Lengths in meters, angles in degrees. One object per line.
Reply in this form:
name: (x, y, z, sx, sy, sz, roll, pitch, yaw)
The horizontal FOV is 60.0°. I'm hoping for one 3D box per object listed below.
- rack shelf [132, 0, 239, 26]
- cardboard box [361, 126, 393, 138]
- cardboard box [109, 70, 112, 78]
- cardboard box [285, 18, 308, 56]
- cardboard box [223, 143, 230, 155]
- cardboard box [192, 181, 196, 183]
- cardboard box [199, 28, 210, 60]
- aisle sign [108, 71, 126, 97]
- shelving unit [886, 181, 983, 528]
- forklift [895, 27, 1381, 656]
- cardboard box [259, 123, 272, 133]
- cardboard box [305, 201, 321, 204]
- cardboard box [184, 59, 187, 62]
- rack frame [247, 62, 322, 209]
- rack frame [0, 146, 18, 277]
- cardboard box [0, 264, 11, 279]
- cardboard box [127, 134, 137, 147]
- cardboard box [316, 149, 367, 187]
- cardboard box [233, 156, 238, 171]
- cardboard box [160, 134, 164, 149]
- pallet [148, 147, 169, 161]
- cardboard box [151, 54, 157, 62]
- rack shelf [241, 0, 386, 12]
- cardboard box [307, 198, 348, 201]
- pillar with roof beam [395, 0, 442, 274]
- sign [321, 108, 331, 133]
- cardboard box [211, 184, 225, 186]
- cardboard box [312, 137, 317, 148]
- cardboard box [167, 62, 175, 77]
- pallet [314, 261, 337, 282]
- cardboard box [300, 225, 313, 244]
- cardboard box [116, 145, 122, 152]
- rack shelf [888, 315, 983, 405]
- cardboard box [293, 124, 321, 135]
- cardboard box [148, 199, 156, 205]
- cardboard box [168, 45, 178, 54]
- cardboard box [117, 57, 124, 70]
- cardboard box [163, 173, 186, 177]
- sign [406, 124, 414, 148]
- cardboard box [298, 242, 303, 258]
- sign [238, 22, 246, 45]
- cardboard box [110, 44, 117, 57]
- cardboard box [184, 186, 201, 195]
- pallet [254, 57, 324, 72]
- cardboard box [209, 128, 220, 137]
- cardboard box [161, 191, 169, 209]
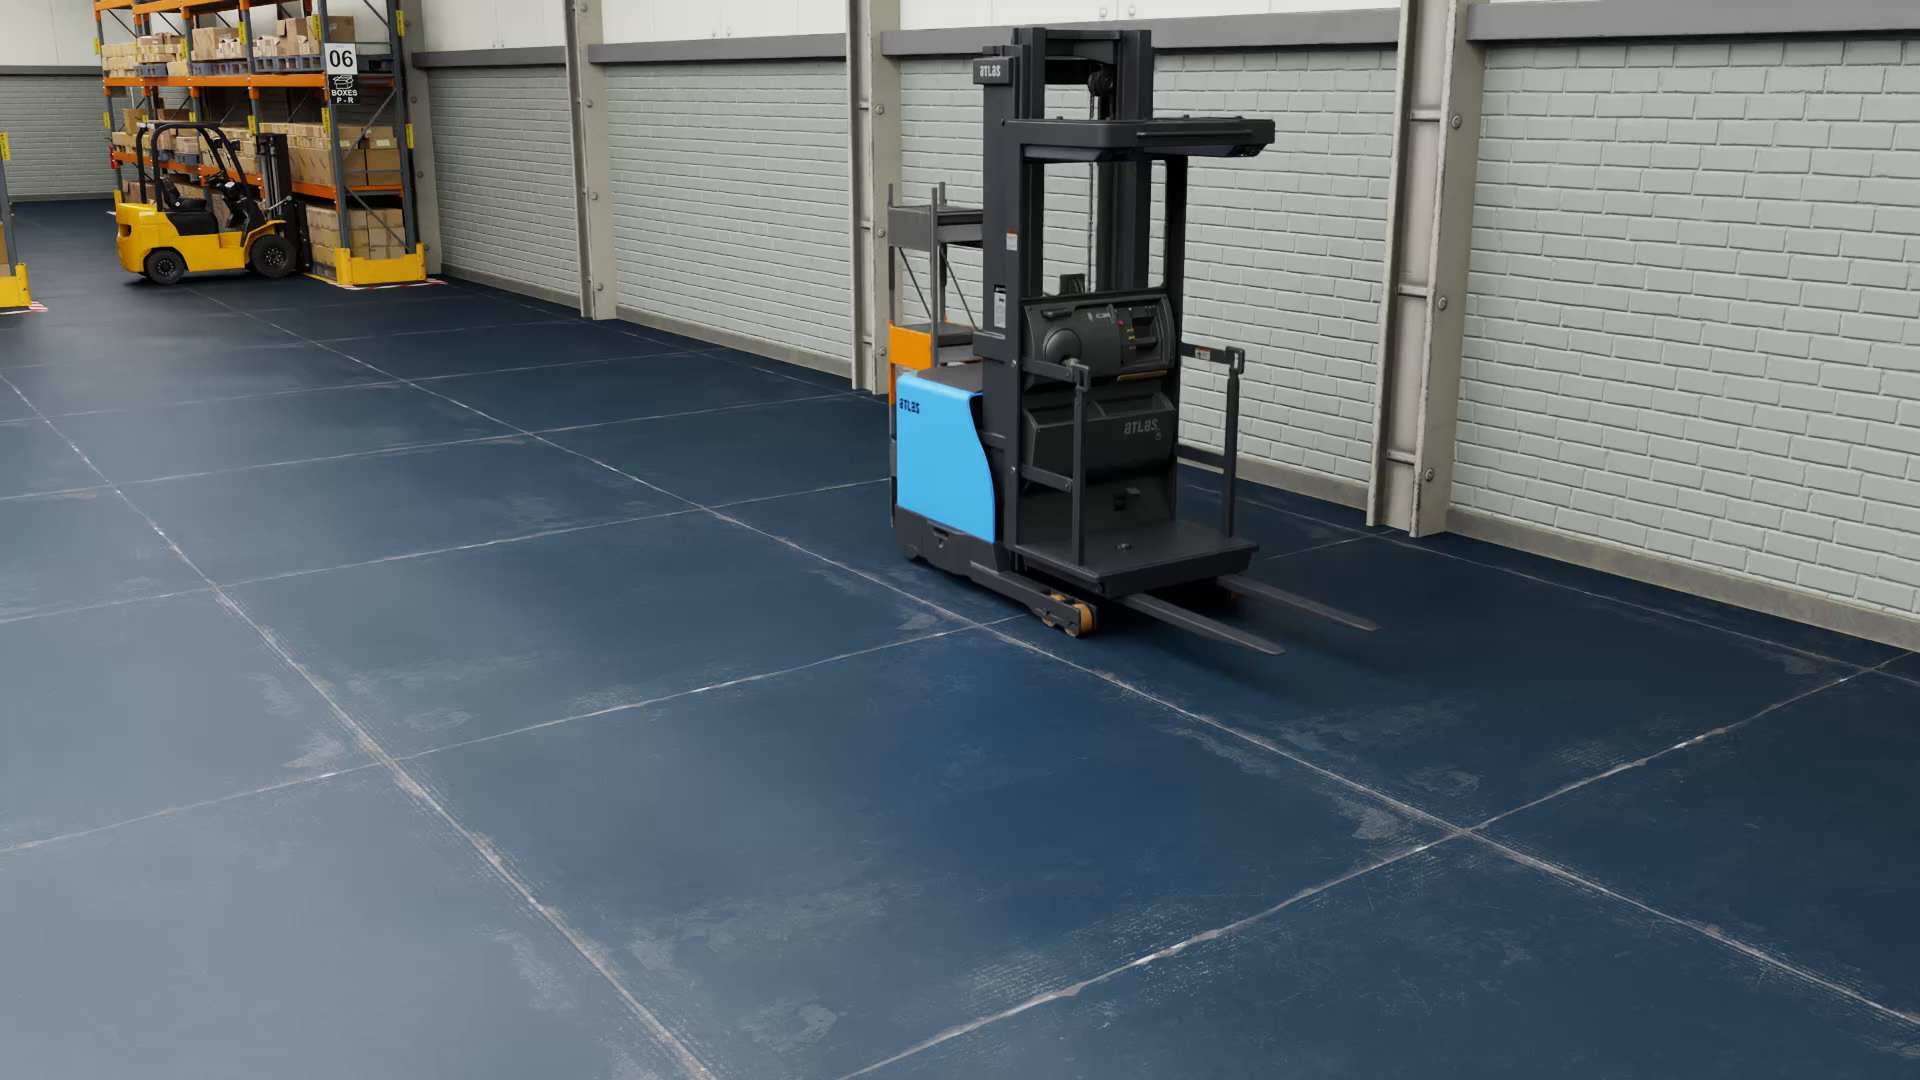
rack shelf: (-13.998, -9.571, 30.118, 1.077, 0.370, 4.000, -11, 19, -35)
cardboard box: (-8.143, -5.691, 23.205, 0.380, 0.149, 0.250, -11, 19, -36)
cardboard box: (-17.526, -9.719, 34.700, 0.380, 0.149, 0.250, -10, 18, -33)
cardboard box: (-9.097, -7.118, 23.545, 0.700, 0.500, 0.500, -11, 19, -34)
cardboard box: (-11.851, -6.499, 27.476, 0.500, 0.250, 0.500, -11, 19, -34)
cardboard box: (-14.724, -6.920, 32.388, 0.380, 0.149, 0.250, -12, 19, -37)
cardboard box: (-12.216, -8.251, 27.683, 0.700, 0.500, 0.500, -11, 19, -36)
aisle sign: (-17.803, -9.721, 34.986, 0.394, 0.787, 0.004, -11, 19, -35)
shelving unit: (-0.126, -1.063, 9.982, 0.431, 2.100, 0.503, -10, 18, -32)
forklift: (0.850, -1.073, 8.443, 1.130, 2.935, 3.031, -10, 18, -32)
cardboard box: (-10.523, -6.326, 25.526, 0.380, 0.149, 0.250, -10, 18, -33)
cardboard box: (-9.845, -4.927, 24.915, 0.500, 0.250, 0.500, -10, 18, -33)
cardboard box: (-13.362, -8.453, 29.126, 0.380, 0.149, 0.250, -11, 19, -36)
rack frame: (-10.470, -5.936, 26.081, 1.000, 3.000, 0.127, -11, 19, -35)
rack frame: (-12.131, -4.310, 20.142, 1.000, 3.000, 0.127, -11, 19, -35)
cardboard box: (-12.382, -3.402, 21.236, 0.500, 0.250, 0.500, -11, 19, -35)
cardboard box: (-16.562, -8.109, 33.743, 0.500, 0.250, 0.500, -11, 19, -36)
cardboard box: (-8.620, -5.194, 23.182, 0.500, 0.500, 0.500, -11, 19, -36)
cardboard box: (-11.545, -6.148, 27.139, 0.500, 0.250, 0.500, -11, 19, -34)
cardboard box: (-14.667, -7.425, 30.983, 0.396, 0.266, 0.258, -10, 18, -32)
pallet: (-14.792, -7.364, 31.662, 1.003, 0.211, 1.213, -11, 19, -35)
cardboard box: (-14.575, -8.821, 30.433, 0.380, 0.149, 0.250, -10, 18, -33)
rack shelf: (-9.294, -7.862, 23.876, 1.077, 0.370, 4.000, -11, 19, -35)
cardboard box: (-9.714, -5.113, 25.595, 0.500, 0.250, 0.500, -11, 19, -35)
pillar with roof beam: (-11.281, -7.595, 20.781, 9.100, 9.000, 0.400, -11, 19, -35)
sign: (-8.565, -5.673, 22.479, 0.100, 0.325, 0.005, -11, 19, -35)
cardboard box: (-13.804, -6.591, 31.187, 0.380, 0.149, 0.250, -12, 19, -37)
cardboard box: (-8.963, -5.643, 23.592, 0.380, 0.149, 0.250, -11, 19, -35)
cardboard box: (-13.911, -8.450, 29.870, 0.500, 0.250, 0.500, -11, 19, -35)
pallet: (-8.602, -3.893, 23.901, 1.003, 0.211, 1.213, -11, 19, -35)
cardboard box: (-9.264, -4.470, 24.192, 0.500, 0.250, 0.500, -11, 19, -36)
cardboard box: (-17.554, -8.264, 35.064, 0.380, 0.149, 0.250, -11, 19, -35)
rack shelf: (-0.126, -1.050, 9.986, 0.431, 0.518, 0.480, -10, 18, -32)
cardboard box: (-9.540, -6.013, 24.381, 0.380, 0.149, 0.250, -11, 19, -34)
cardboard box: (-15.949, -6.677, 33.174, 0.396, 0.266, 0.258, -10, 18, -33)
cardboard box: (-13.876, -8.751, 29.651, 0.380, 0.149, 0.250, -11, 19, -36)
cardboard box: (-16.557, -9.555, 33.345, 0.500, 0.250, 0.500, -11, 19, -35)
cardboard box: (-15.129, -6.989, 32.075, 0.380, 0.149, 0.250, -11, 19, -35)
sign: (-7.666, -5.622, 23.145, 0.100, 0.325, 0.005, -11, 19, -35)
cardboard box: (-9.545, -4.332, 24.636, 0.500, 0.250, 0.500, -10, 18, -33)
sign: (-10.903, -7.697, 25.260, 0.100, 0.325, 0.005, -11, 19, -35)
cardboard box: (-16.878, -9.907, 33.681, 0.500, 0.250, 0.500, -11, 19, -35)
cardboard box: (-14.074, -6.453, 30.683, 0.380, 0.149, 0.250, -12, 19, -37)
pallet: (-9.948, -7.162, 25.046, 1.003, 0.211, 1.213, -11, 19, -35)
cardboard box: (-12.543, -6.929, 28.293, 0.380, 0.149, 0.250, -10, 18, -33)
cardboard box: (-15.071, -6.503, 32.092, 0.500, 0.500, 0.500, -10, 18, -32)
